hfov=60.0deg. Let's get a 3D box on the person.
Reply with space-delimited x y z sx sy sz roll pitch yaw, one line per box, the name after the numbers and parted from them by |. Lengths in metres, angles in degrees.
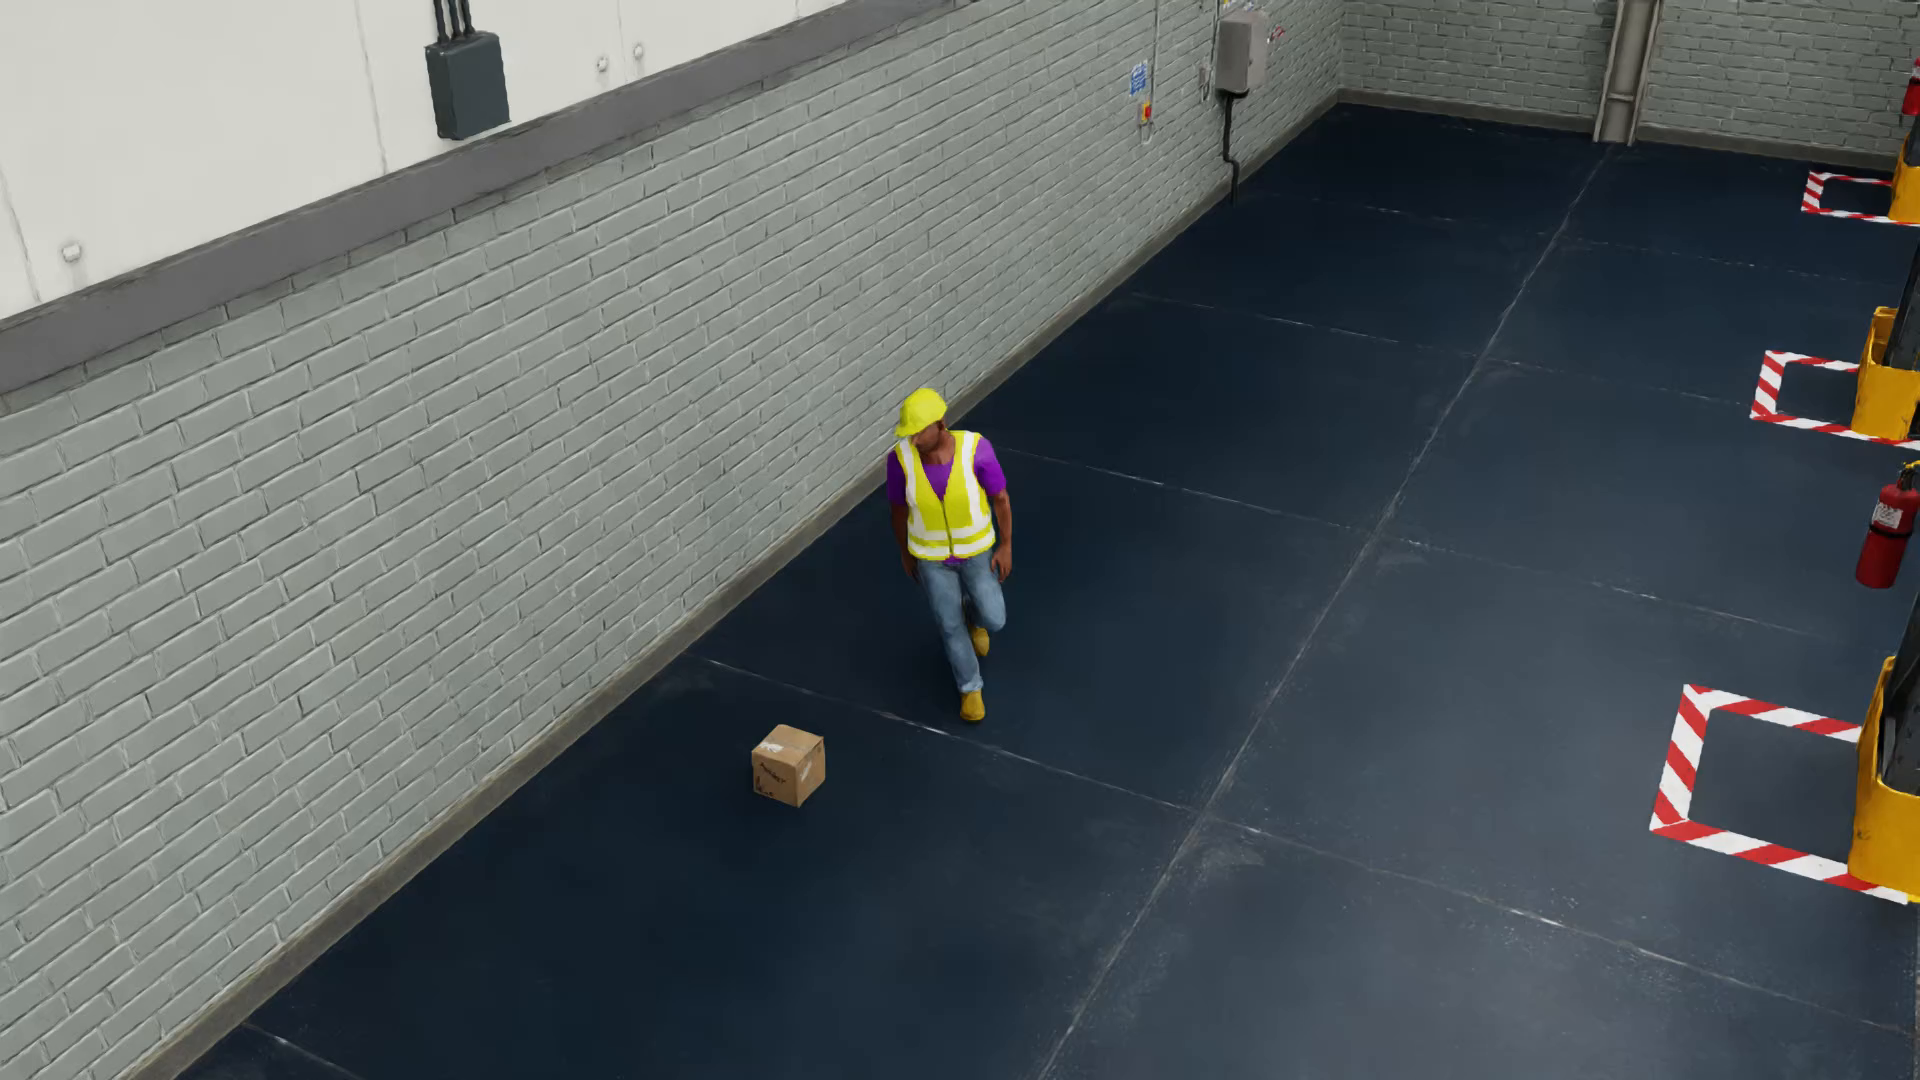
-0.051 0.023 8.257 0.609 1.745 0.710 -1 30 -2 | person
